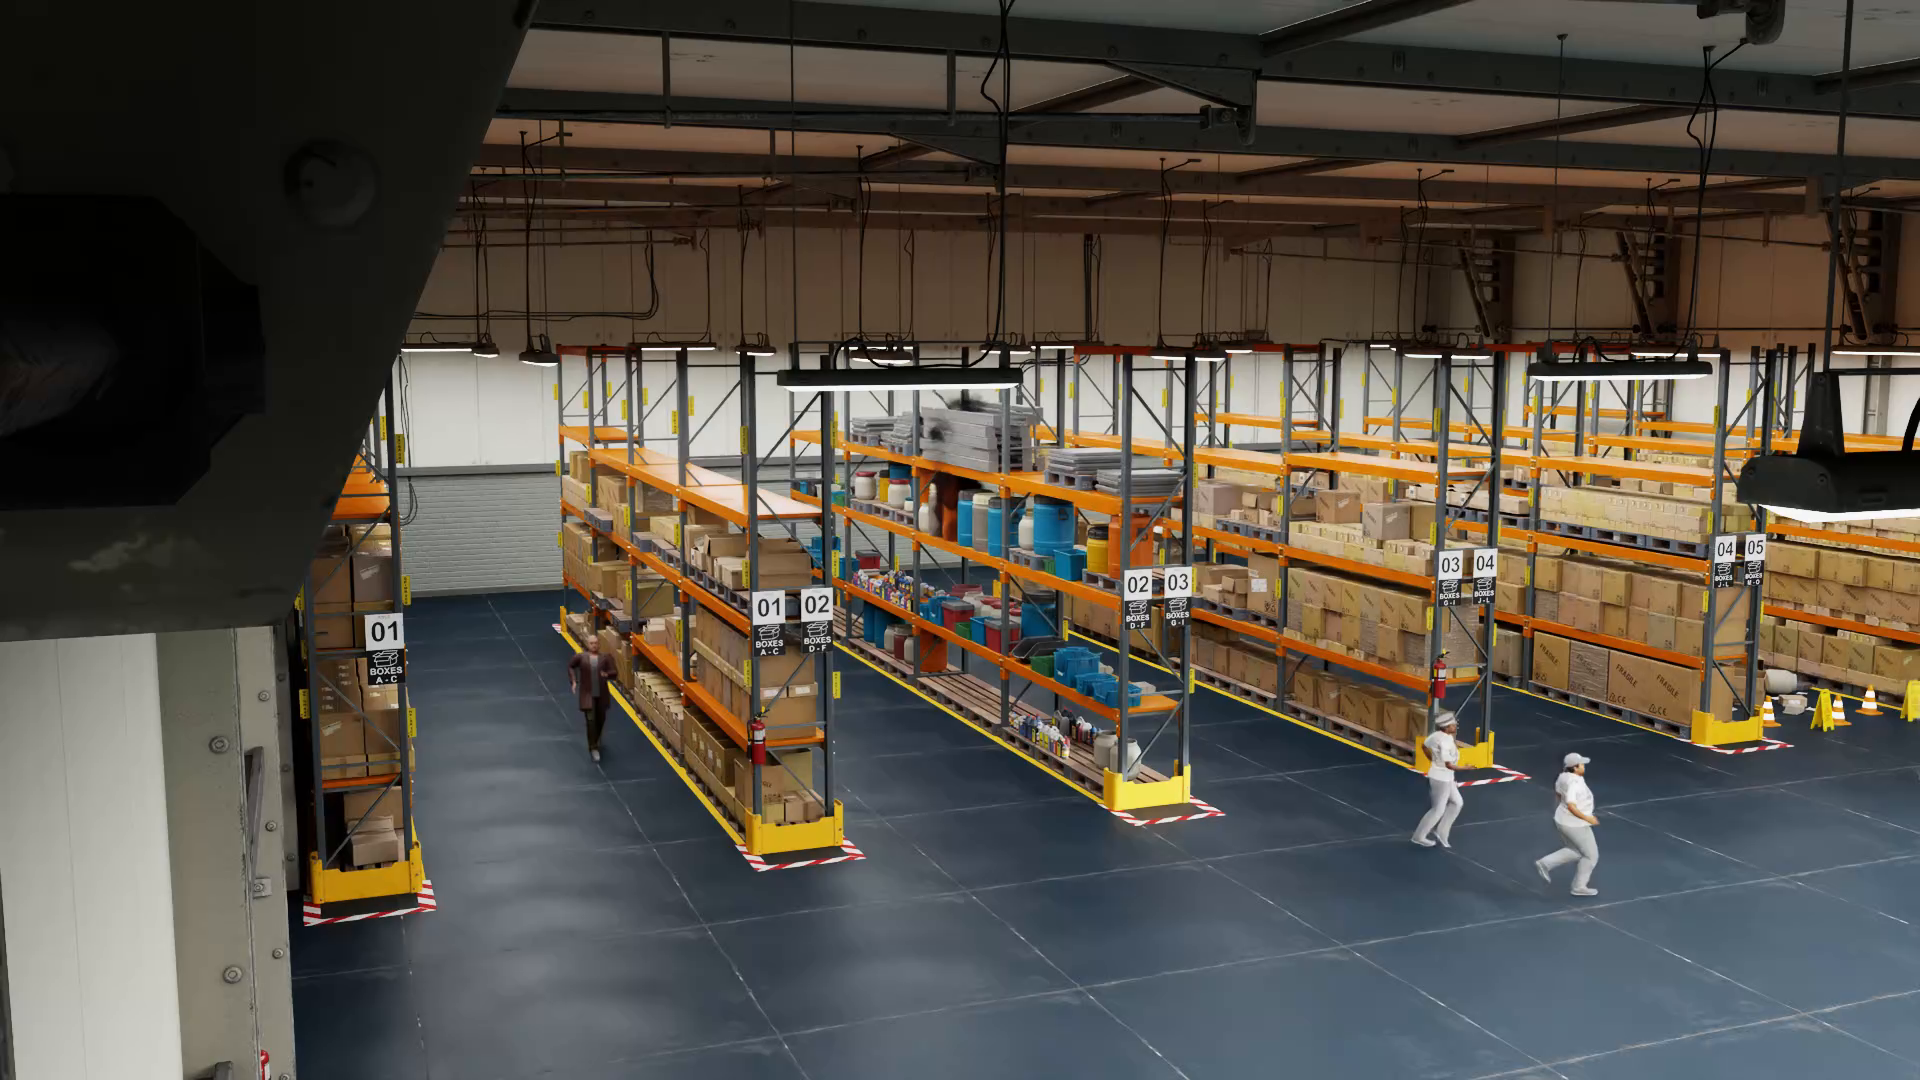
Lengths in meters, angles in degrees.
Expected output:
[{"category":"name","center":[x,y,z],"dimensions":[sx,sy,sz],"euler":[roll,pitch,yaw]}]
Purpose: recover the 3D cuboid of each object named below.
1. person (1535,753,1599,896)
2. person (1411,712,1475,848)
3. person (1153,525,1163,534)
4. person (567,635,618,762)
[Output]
[{"category":"person","center":[6.837,3.175,18.596],"dimensions":[0.645,1.619,0.611],"euler":[0,7,2]},{"category":"person","center":[5.885,2.952,20.252],"dimensions":[0.718,1.756,0.598],"euler":[1,7,9]},{"category":"person","center":[4.632,0.278,40.873],"dimensions":[0.942,1.722,0.773],"euler":[-6,9,-39]},{"category":"person","center":[-5.424,2.295,24.661],"dimensions":[0.695,1.783,1.043],"euler":[-3,8,-23]}]
